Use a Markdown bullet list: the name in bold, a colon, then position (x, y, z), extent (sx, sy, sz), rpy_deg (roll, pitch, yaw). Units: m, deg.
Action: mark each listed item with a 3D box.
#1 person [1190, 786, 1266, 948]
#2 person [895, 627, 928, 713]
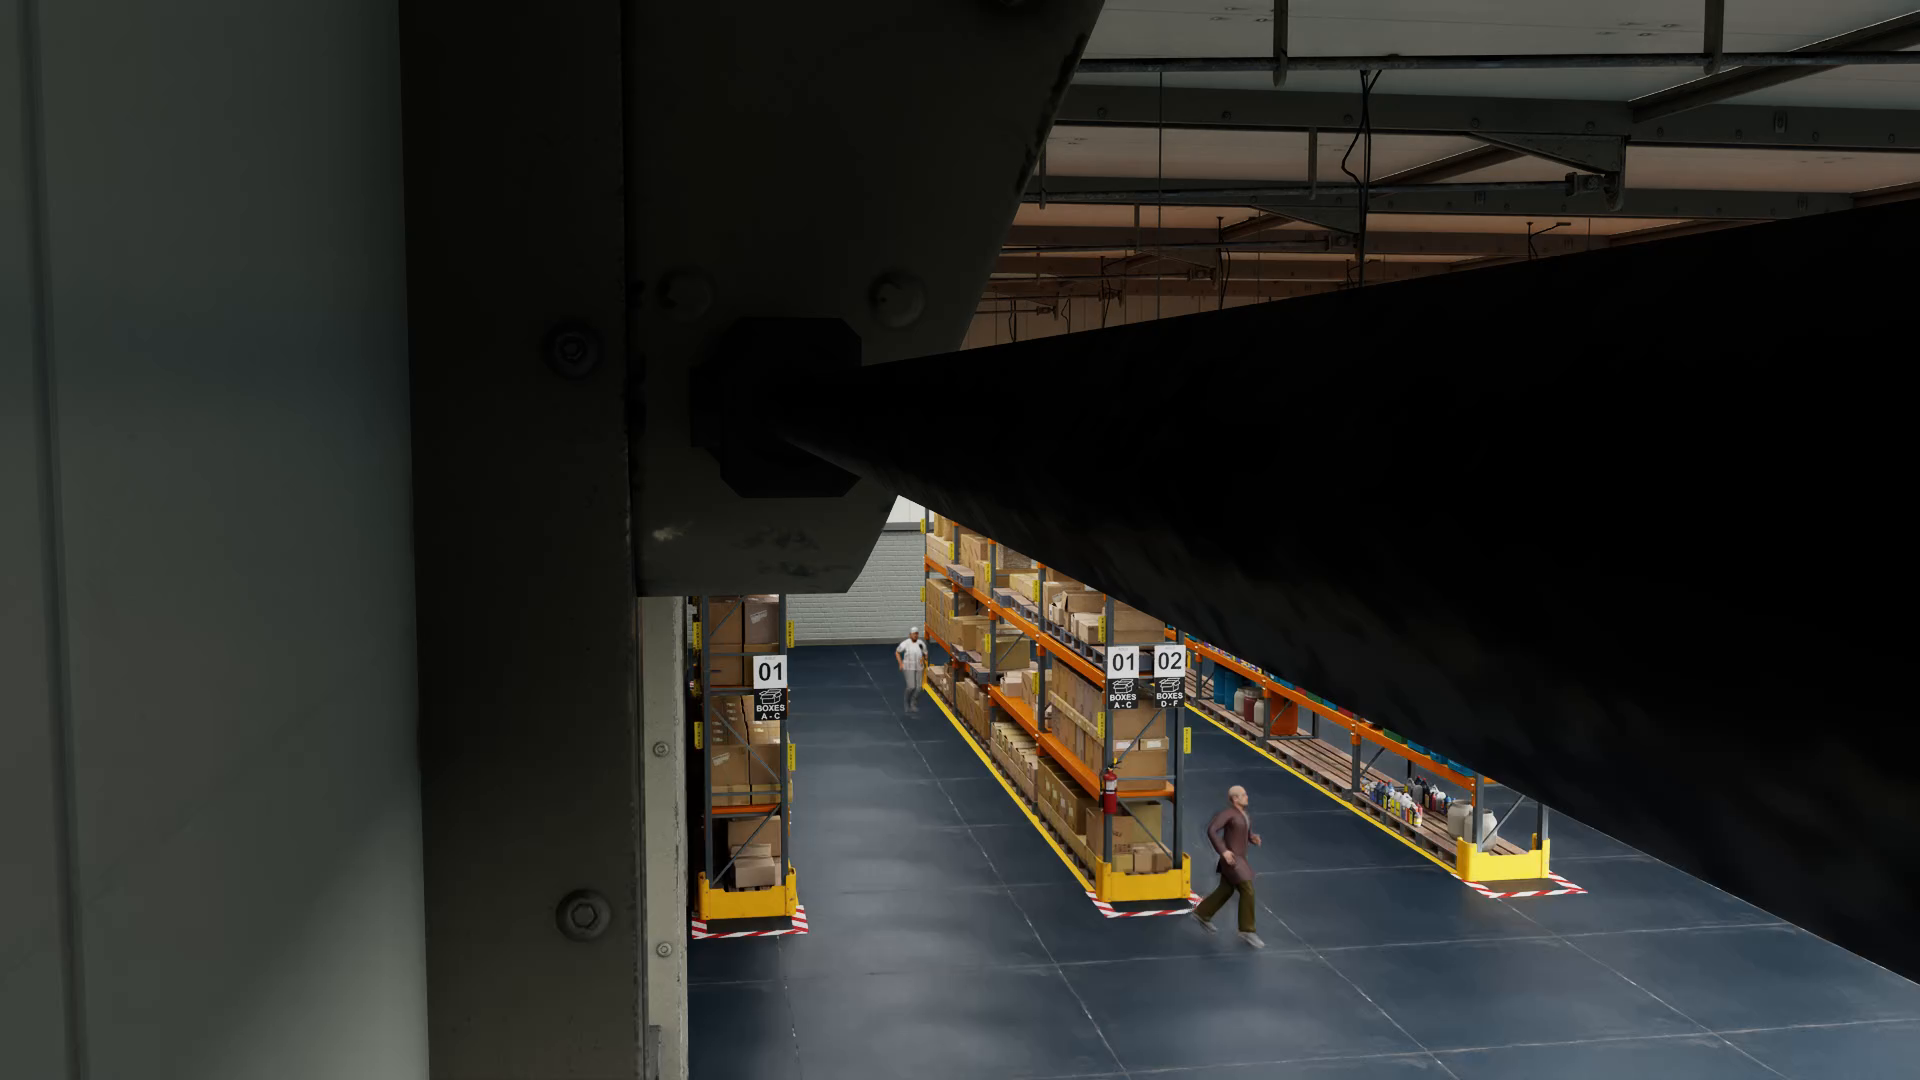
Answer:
- **person**: position (3.131, 3.745, 19.310), extent (0.909, 1.831, 0.714), rpy_deg (2, 5, 18)
- **person**: position (-0.875, 2.474, 31.557), extent (0.584, 1.638, 0.629), rpy_deg (-2, 5, -19)
